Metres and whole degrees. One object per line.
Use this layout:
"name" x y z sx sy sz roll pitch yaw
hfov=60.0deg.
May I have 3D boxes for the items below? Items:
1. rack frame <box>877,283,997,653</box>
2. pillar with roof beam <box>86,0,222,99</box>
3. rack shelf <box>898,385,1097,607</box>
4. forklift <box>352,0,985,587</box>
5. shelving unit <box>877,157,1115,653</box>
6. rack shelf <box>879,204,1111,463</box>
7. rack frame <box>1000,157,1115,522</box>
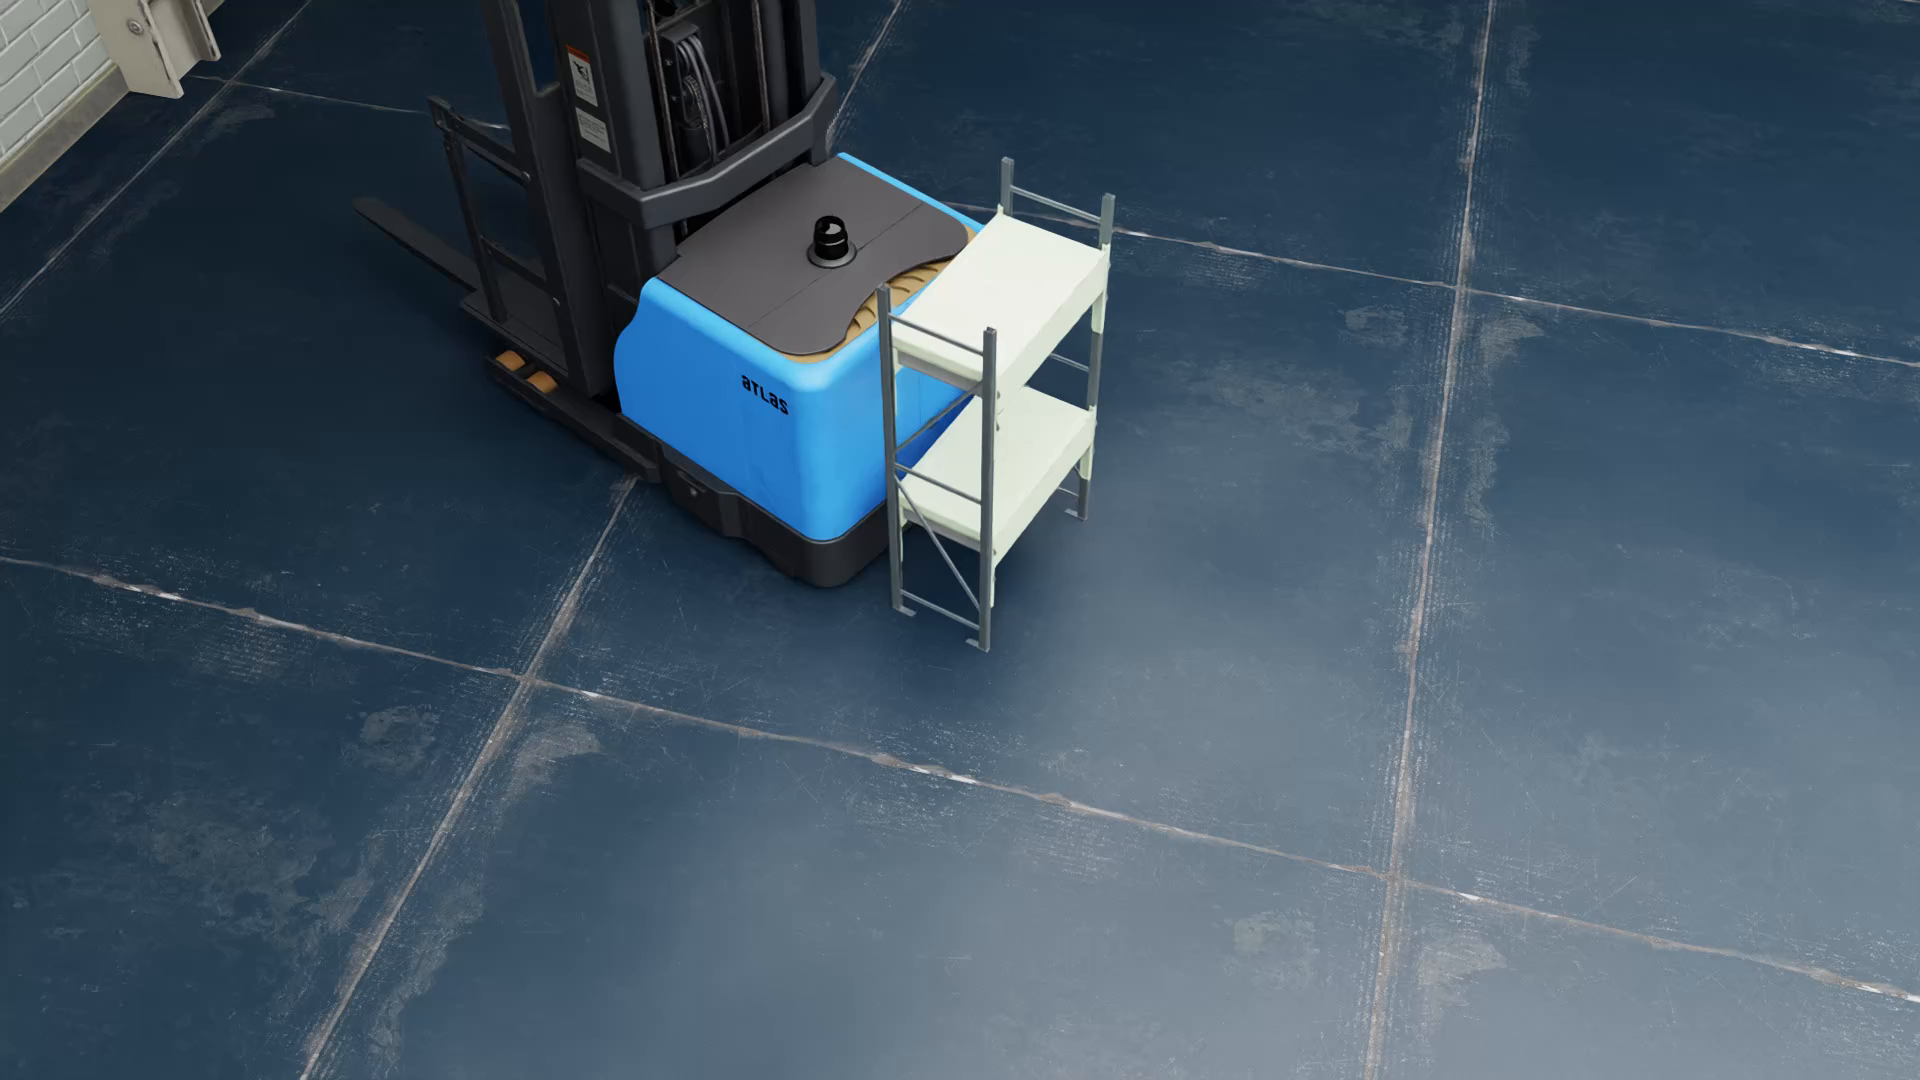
"rack frame" -0.070 -0.179 5.408 0.400 1.500 0.023 24 53 20
"pillar with roof beam" 0.221 -4.466 4.190 9.100 9.000 0.400 12 50 10
"rack shelf" 0.120 -0.199 5.860 0.431 0.370 0.720 24 53 20
"forklift" -1.285 -1.752 5.842 3.031 2.935 1.130 32 56 25
"shelving unit" 0.120 -0.414 5.615 0.431 1.500 0.755 24 53 20
"rack shelf" 0.120 -0.673 5.323 0.431 0.370 0.720 24 53 20
"rack frame" 0.309 -0.649 5.823 0.400 1.500 0.023 24 53 20
